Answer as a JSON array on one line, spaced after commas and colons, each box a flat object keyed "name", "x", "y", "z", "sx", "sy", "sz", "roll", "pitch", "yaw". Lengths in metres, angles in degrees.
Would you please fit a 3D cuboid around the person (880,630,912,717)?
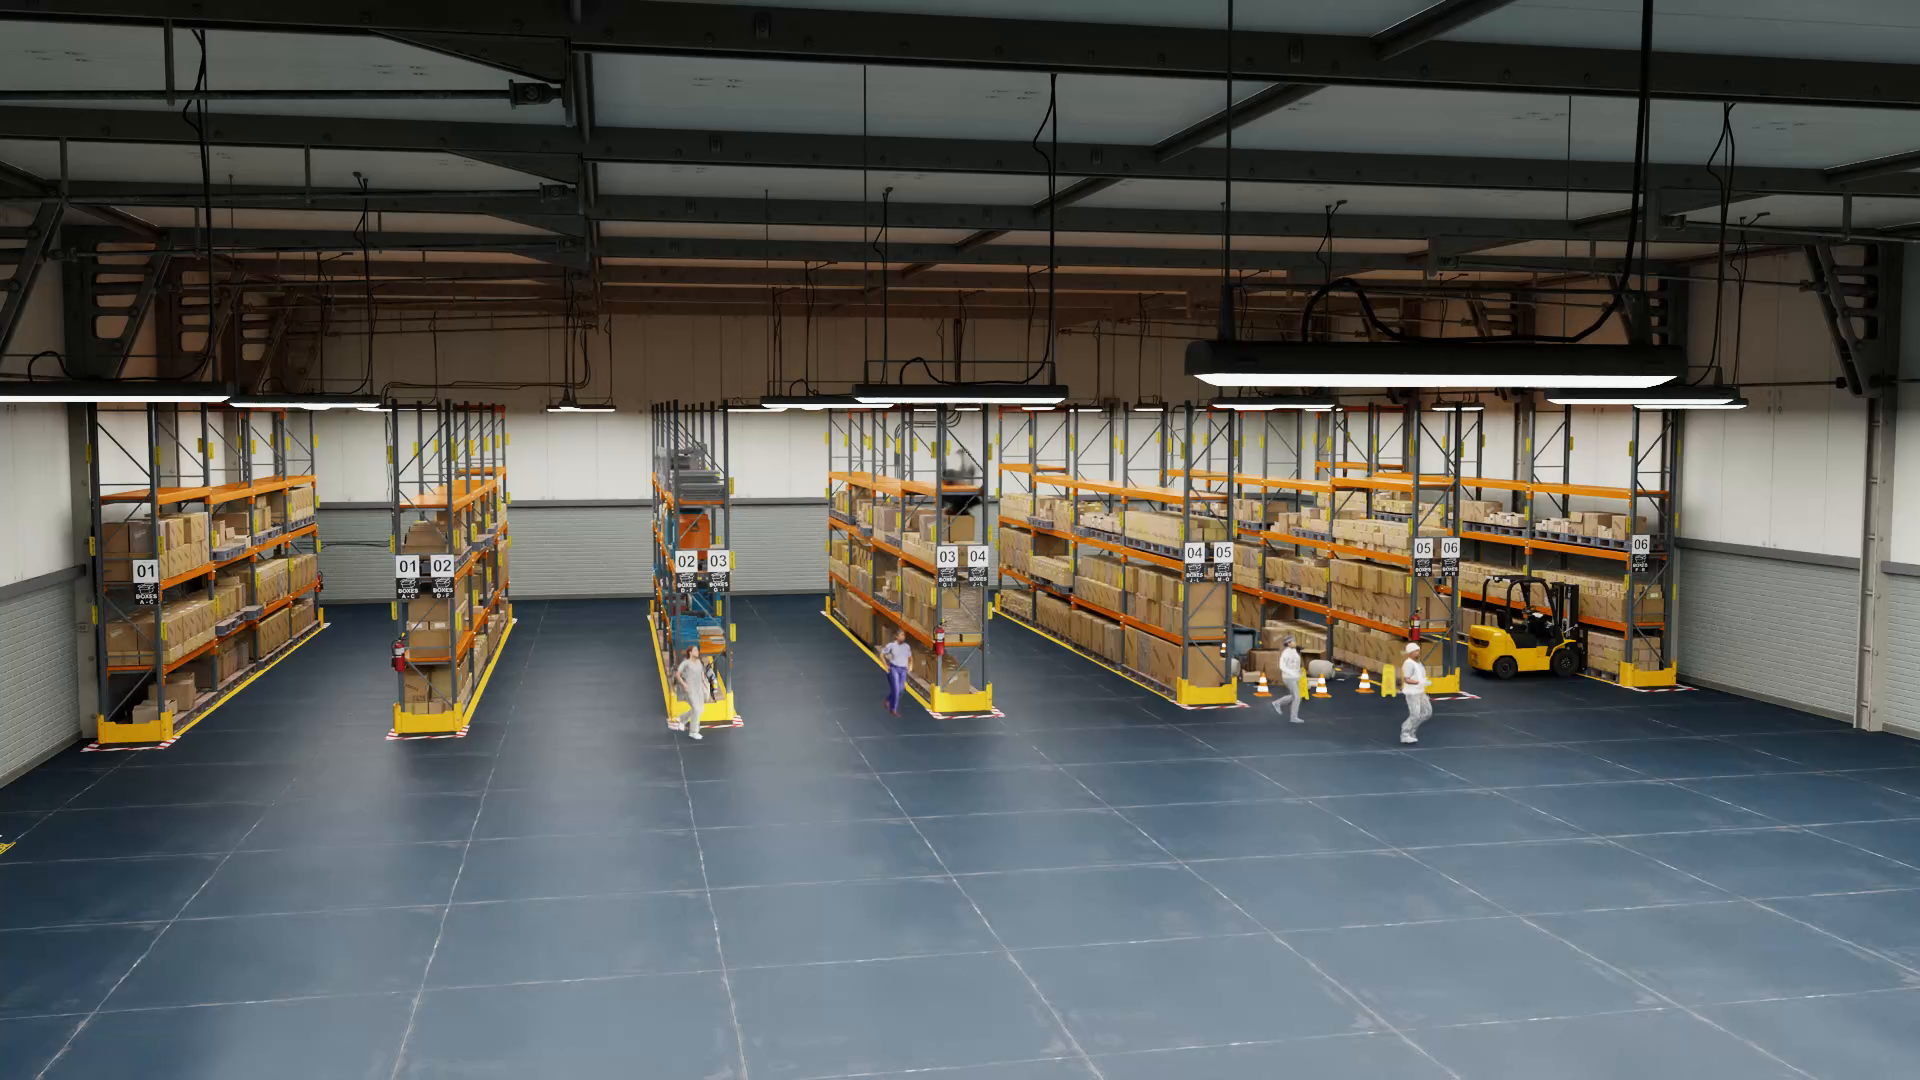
[{"name": "person", "x": -1.203, "y": 2.535, "z": 31.838, "sx": 0.650, "sy": 1.620, "sz": 0.646, "roll": -3, "pitch": 5, "yaw": -31}]

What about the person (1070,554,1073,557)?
[{"name": "person", "x": 3.250, "y": 1.277, "z": 47.935, "sx": 0.595, "sy": 1.749, "sz": 0.702, "roll": -1, "pitch": 4, "yaw": -16}]

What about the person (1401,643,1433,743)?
[{"name": "person", "x": 7.957, "y": 2.660, "z": 28.893, "sx": 0.614, "sy": 1.746, "sz": 0.665, "roll": 3, "pitch": 5, "yaw": 35}]

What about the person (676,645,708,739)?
[{"name": "person", "x": -4.771, "y": 2.687, "z": 29.643, "sx": 0.625, "sy": 1.647, "sz": 0.604, "roll": 3, "pitch": 5, "yaw": 36}]

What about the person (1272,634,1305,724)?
[{"name": "person", "x": 6.095, "y": 2.563, "z": 30.929, "sx": 0.656, "sy": 1.666, "sz": 0.632, "roll": 3, "pitch": 5, "yaw": 31}]
